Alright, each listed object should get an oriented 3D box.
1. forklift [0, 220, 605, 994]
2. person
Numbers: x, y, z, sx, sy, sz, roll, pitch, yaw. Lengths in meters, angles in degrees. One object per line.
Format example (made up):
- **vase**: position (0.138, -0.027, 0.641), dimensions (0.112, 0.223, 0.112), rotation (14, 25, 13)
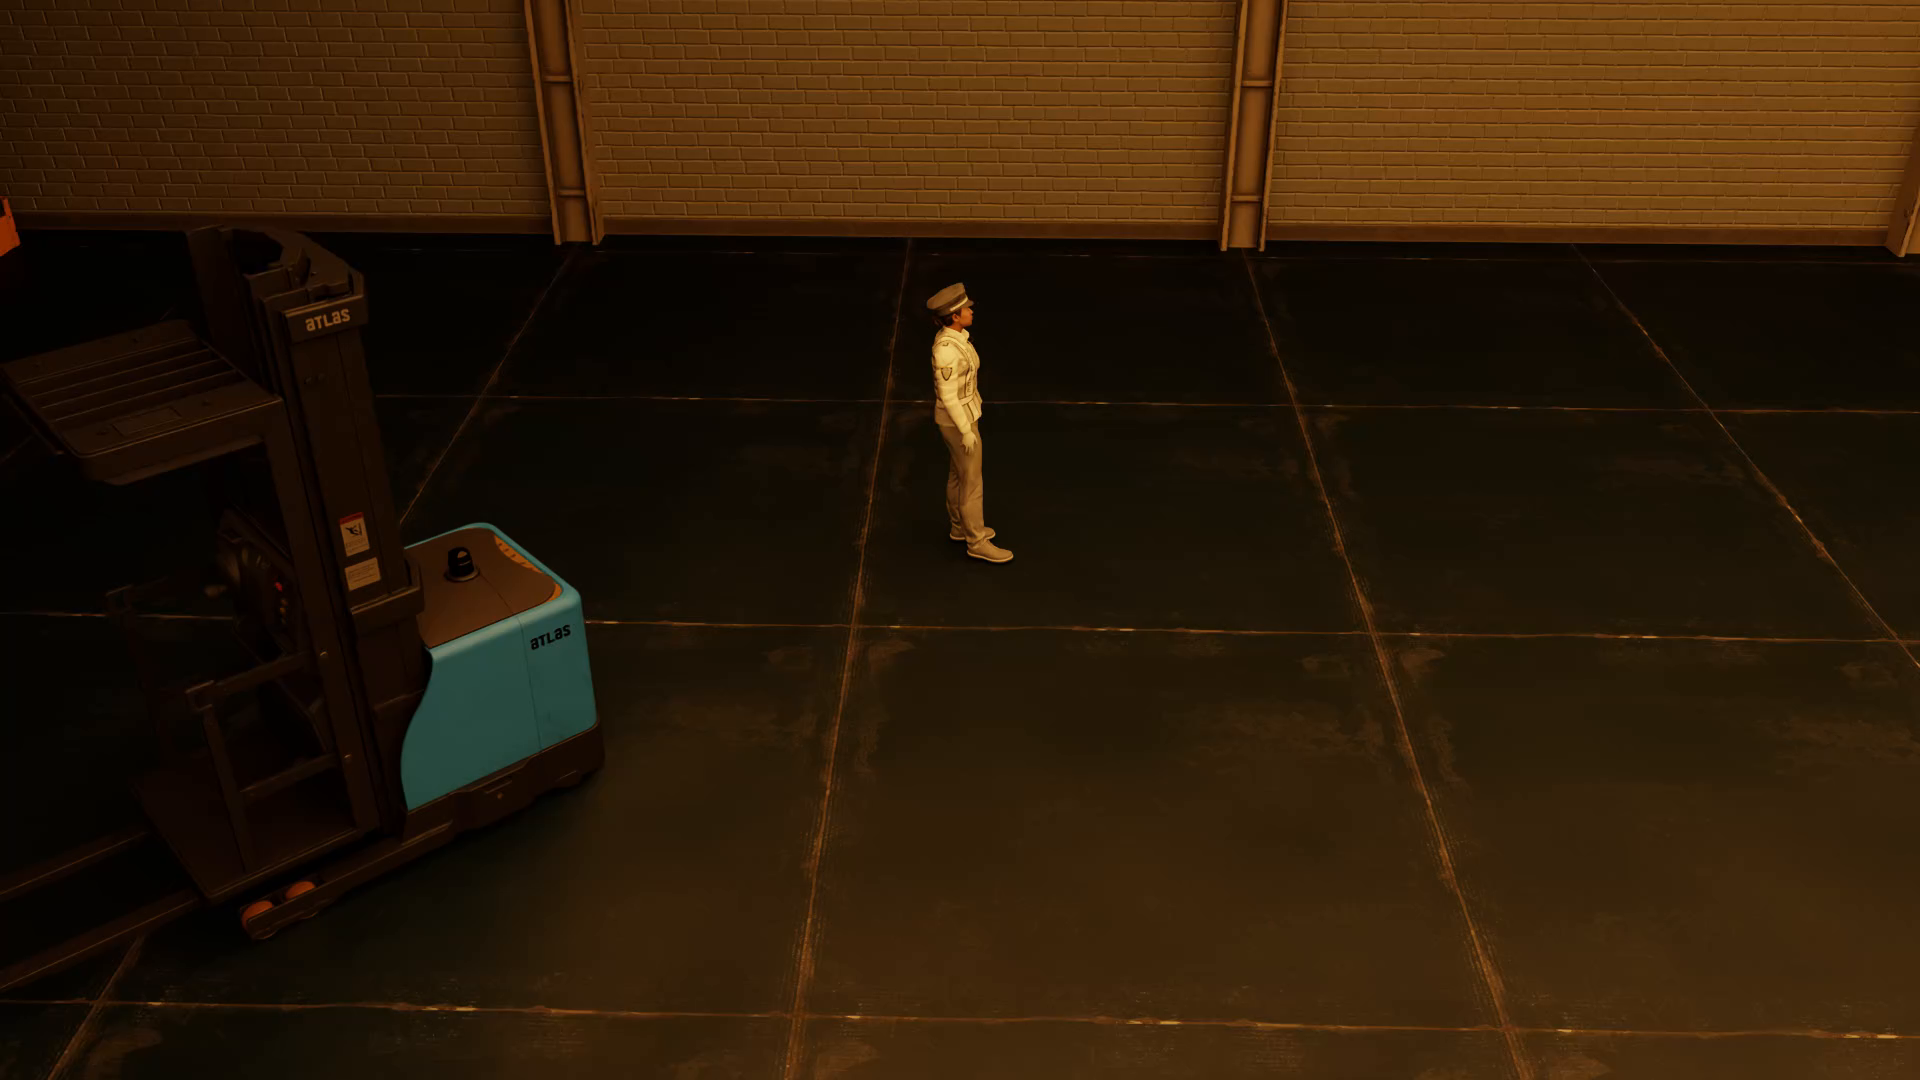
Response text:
- **forklift**: position (-3.247, 0.226, 7.231), dimensions (3.031, 2.935, 1.130), rotation (-24, 38, -35)
- **person**: position (0.068, -0.732, 10.059), dimensions (0.531, 1.695, 0.587), rotation (1, 31, 1)
